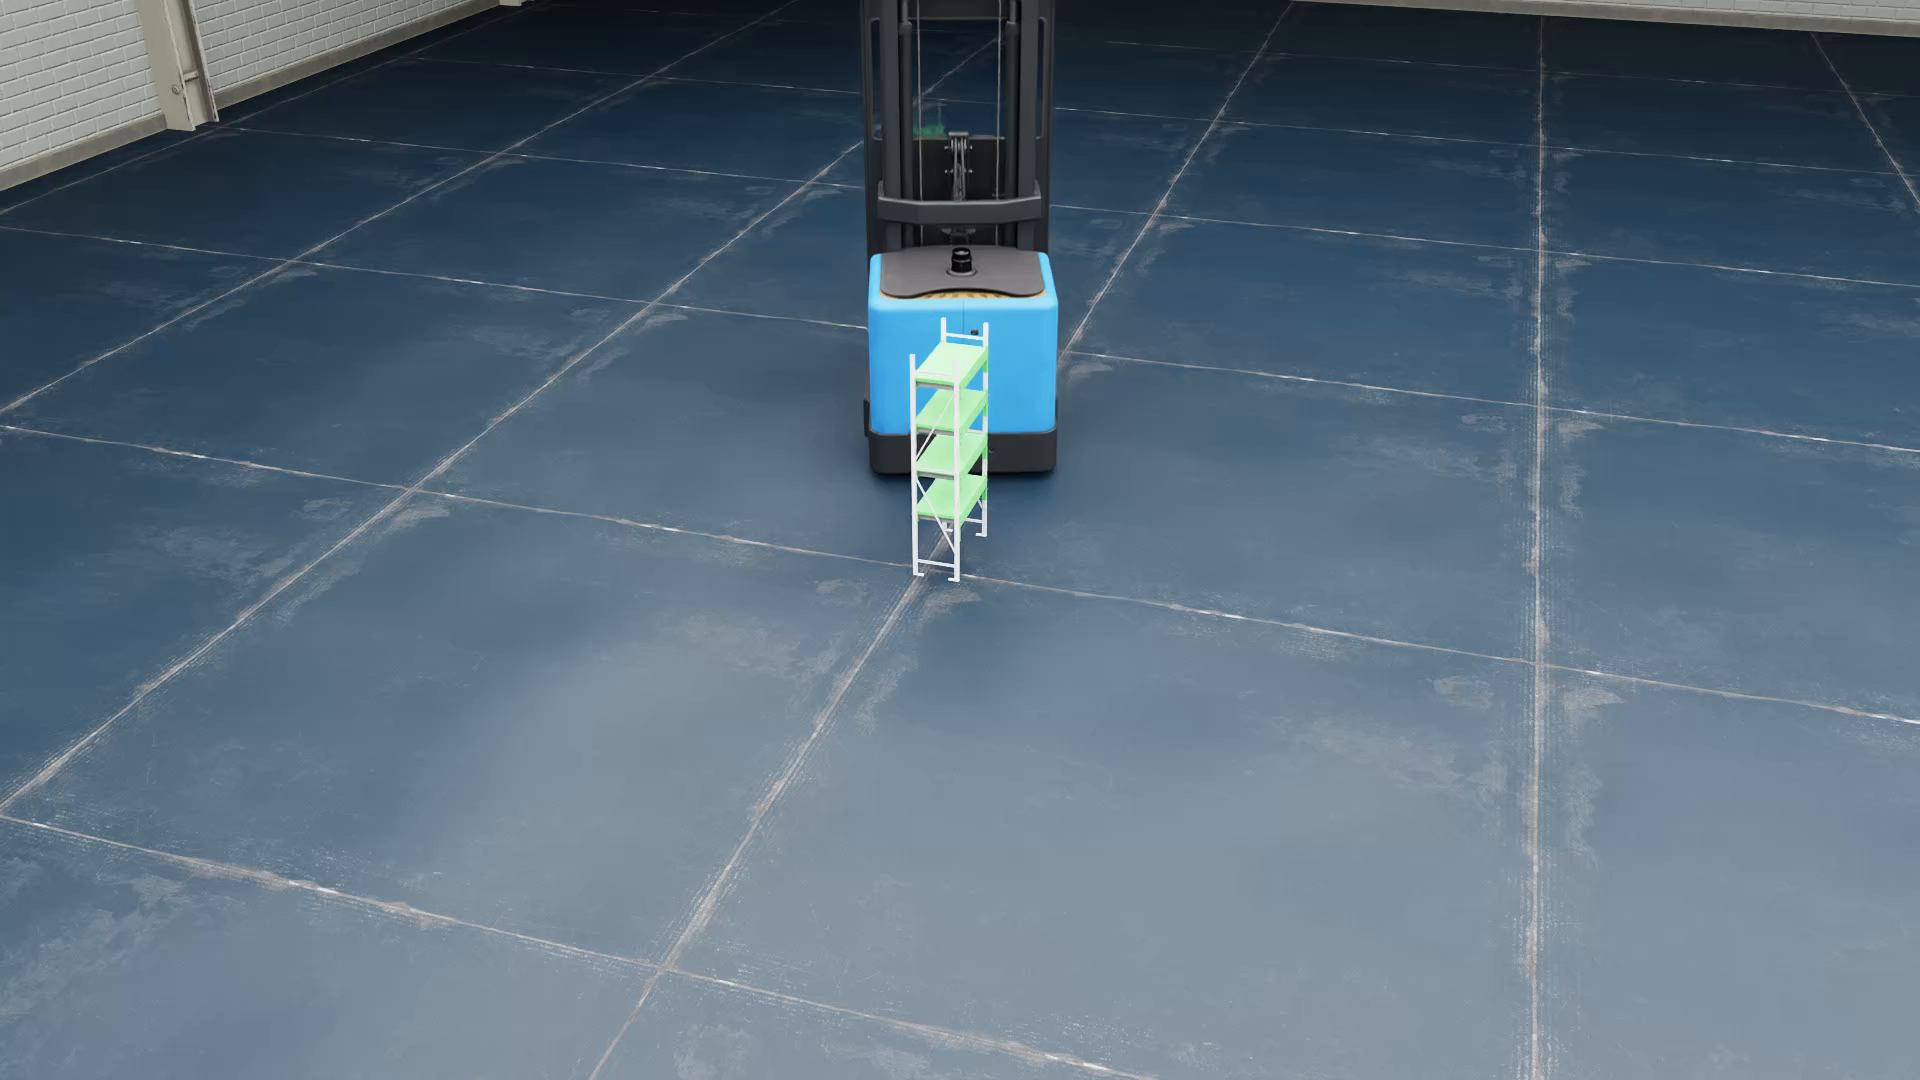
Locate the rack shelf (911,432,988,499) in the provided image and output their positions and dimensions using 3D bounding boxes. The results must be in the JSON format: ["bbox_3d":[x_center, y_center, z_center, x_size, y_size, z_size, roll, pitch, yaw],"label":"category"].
[{"bbox_3d":[-0.049,-0.392,8.351,0.258,0.148,0.480,8,30,15],"label":"rack shelf"}]

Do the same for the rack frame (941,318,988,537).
[{"bbox_3d":[0.023,-0.561,8.524,0.240,1.200,0.015,8,30,15],"label":"rack frame"}]

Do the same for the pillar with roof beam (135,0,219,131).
[{"bbox_3d":[-3.218,-7.289,12.597,9.100,9.000,0.400,8,30,15],"label":"pillar with roof beam"}]

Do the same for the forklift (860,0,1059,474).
[{"bbox_3d":[-0.022,-2.329,9.921,1.130,2.935,3.031,-1,29,-1],"label":"forklift"}]

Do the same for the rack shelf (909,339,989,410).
[{"bbox_3d":[-0.049,-0.811,8.118,0.258,0.148,0.480,8,30,15],"label":"rack shelf"}]

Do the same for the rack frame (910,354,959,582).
[{"bbox_3d":[-0.120,-0.334,8.116,0.240,1.200,0.015,8,30,15],"label":"rack frame"}]

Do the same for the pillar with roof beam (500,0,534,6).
[{"bbox_3d":[-1.457,-10.078,17.609,9.100,9.000,0.400,8,30,15],"label":"pillar with roof beam"}]

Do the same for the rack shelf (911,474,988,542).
[{"bbox_3d":[-0.049,-0.182,8.468,0.258,0.148,0.480,8,30,15],"label":"rack shelf"}]

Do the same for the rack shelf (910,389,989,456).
[{"bbox_3d":[-0.049,-0.601,8.234,0.258,0.148,0.480,8,30,15],"label":"rack shelf"}]

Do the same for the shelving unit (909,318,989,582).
[{"bbox_3d":[-0.049,-0.447,8.320,0.258,1.200,0.503,8,30,15],"label":"shelving unit"}]
